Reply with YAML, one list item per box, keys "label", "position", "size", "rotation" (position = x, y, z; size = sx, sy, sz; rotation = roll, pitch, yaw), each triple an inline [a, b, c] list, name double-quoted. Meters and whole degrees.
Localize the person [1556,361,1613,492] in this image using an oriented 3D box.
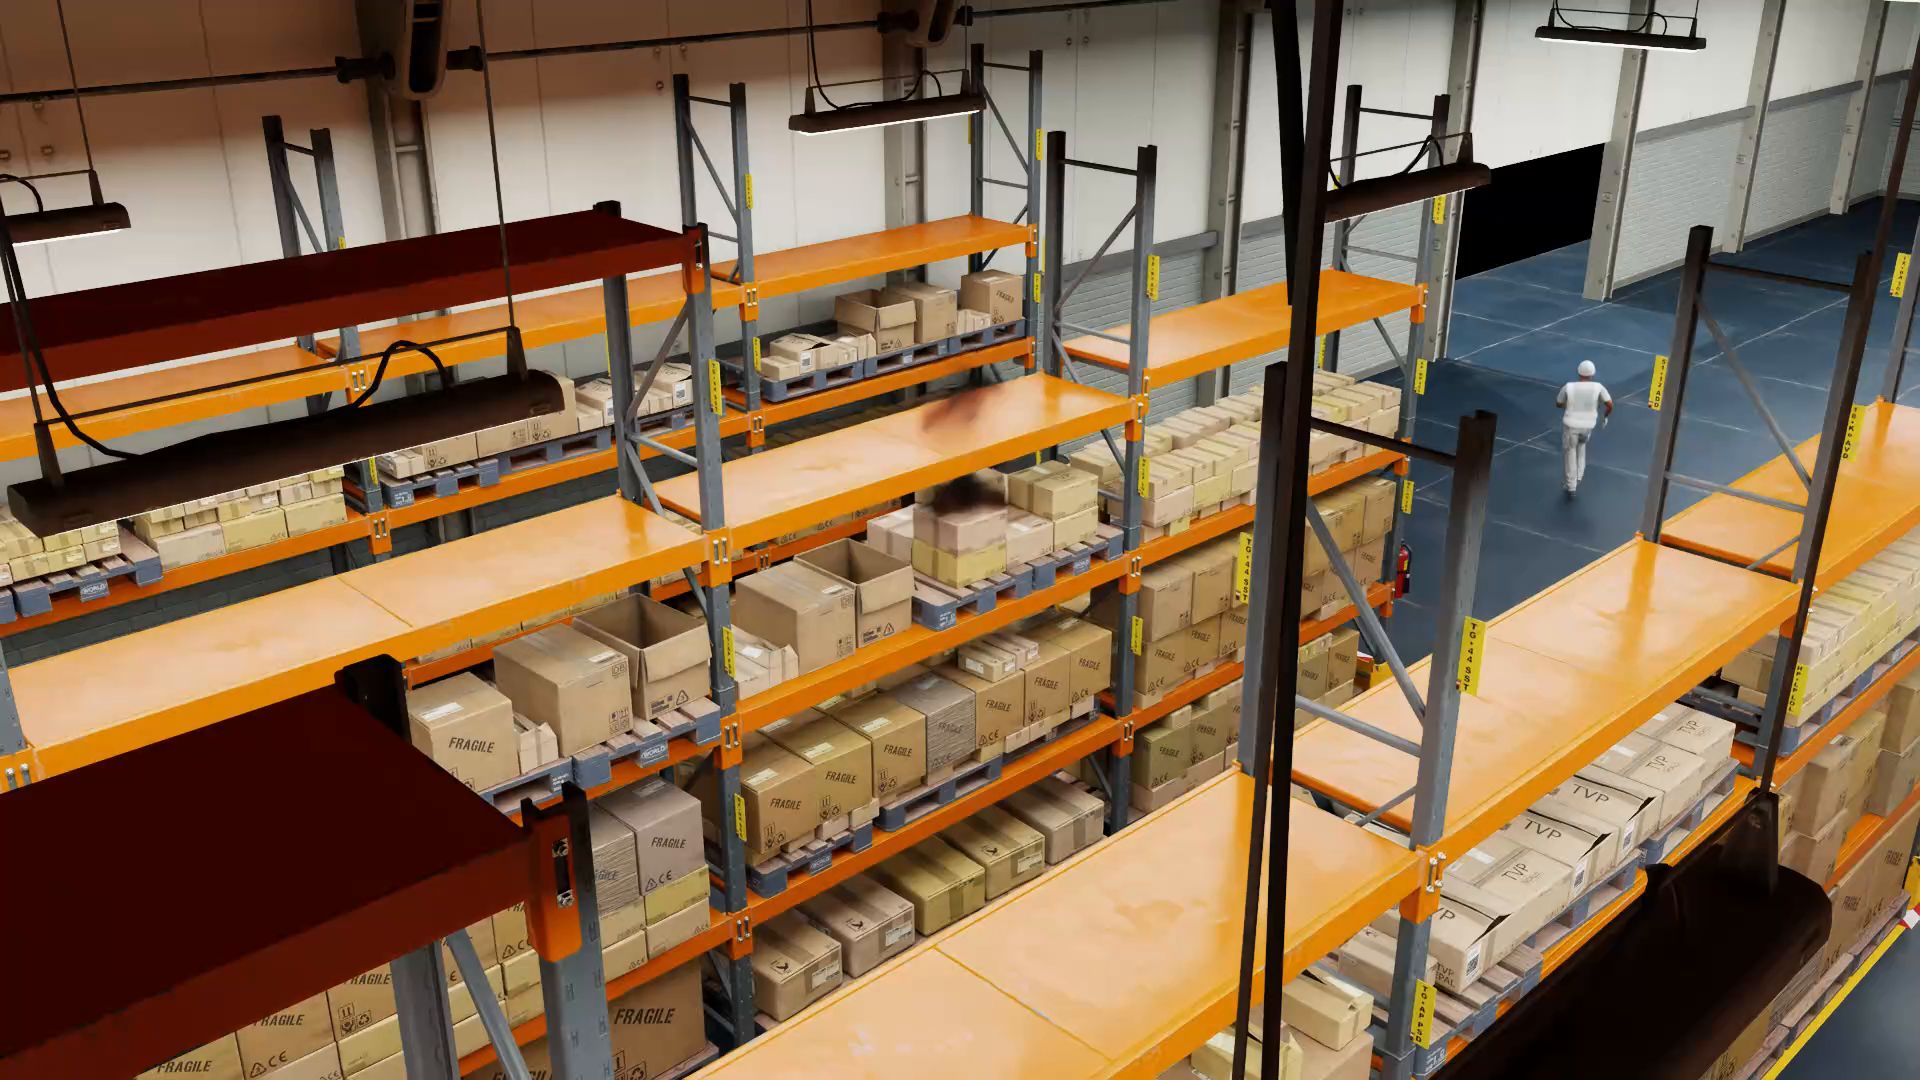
- label: "person"
  position: [8.247, -1.504, 22.164]
  size: [0.657, 1.841, 0.770]
  rotation: [2, 23, 4]
